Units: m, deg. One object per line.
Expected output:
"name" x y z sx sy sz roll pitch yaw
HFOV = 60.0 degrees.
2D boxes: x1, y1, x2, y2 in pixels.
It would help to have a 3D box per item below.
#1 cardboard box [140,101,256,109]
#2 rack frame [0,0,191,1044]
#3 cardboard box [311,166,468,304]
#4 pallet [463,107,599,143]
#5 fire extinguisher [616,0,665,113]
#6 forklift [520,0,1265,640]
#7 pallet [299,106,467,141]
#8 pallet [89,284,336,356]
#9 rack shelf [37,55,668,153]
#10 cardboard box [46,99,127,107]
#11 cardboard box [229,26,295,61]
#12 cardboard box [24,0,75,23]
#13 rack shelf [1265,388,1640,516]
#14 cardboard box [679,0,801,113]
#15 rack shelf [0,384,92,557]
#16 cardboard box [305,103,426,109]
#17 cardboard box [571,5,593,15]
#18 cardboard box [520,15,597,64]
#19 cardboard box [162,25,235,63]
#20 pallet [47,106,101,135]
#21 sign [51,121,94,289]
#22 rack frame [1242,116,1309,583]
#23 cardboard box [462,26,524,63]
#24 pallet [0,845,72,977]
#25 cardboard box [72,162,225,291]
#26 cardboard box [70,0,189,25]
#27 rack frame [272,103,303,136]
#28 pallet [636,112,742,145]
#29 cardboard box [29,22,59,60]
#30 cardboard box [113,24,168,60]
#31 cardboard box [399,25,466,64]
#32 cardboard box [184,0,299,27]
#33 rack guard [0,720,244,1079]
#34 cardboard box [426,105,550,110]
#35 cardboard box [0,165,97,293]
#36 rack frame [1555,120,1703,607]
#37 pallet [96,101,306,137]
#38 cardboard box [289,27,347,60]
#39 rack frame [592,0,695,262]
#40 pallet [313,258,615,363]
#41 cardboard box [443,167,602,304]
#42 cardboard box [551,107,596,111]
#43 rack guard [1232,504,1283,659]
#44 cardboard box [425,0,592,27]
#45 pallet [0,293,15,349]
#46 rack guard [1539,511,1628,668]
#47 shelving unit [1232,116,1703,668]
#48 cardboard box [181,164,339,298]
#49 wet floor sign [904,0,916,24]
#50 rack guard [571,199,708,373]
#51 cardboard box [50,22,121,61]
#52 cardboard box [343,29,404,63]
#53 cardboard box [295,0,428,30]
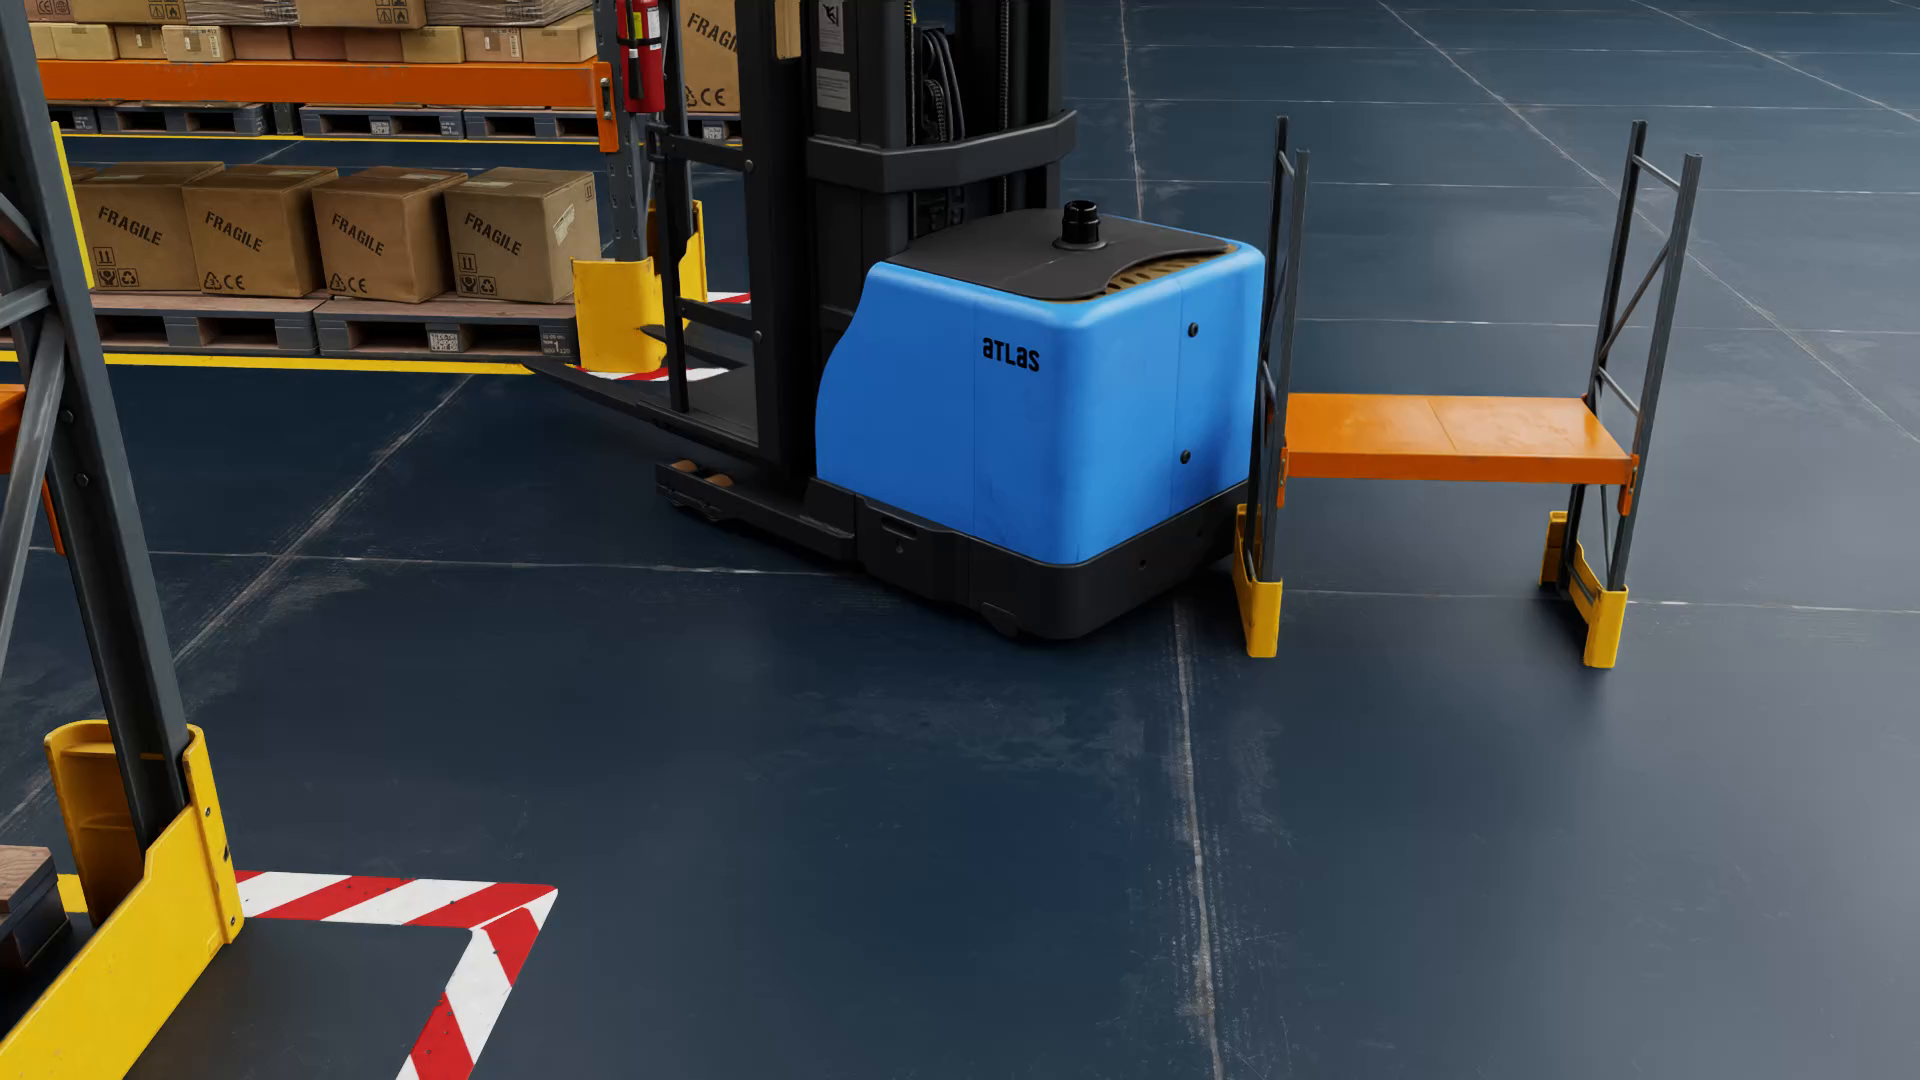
"cardboard box" -5.536 -3.687 12.363 0.750 0.750 1.050 2 25 4
"rack frame" -1.781 -0.279 2.769 0.127 3.000 1.000 2 25 4
"cardboard box" -2.622 -1.431 7.759 0.500 0.500 0.500 8 26 18
"pallet" -2.938 -3.174 12.395 1.213 0.211 1.003 2 25 4
"fire extinguisher" -1.323 -2.113 6.846 0.183 0.674 0.296 2 25 4
"forklift" -0.460 -1.539 5.589 3.031 2.935 1.130 21 32 38
"pallet" -4.158 -3.212 12.478 1.213 0.211 1.003 2 25 4
"pallet" -3.498 -1.160 8.019 1.213 0.211 1.003 2 25 4
"rack shelf" -3.396 -2.081 7.544 4.000 0.370 1.077 2 25 4
"cardboard box" -6.497 -3.719 12.433 0.750 0.750 1.050 2 25 4
"cardboard box" -2.950 -2.186 7.212 0.250 0.149 0.380 2 25 4
"cardboard box" -3.944 -2.607 7.353 0.500 0.500 0.875 2 25 4
"rack shelf" 1.430 -0.273 4.978 1.000 0.185 0.538 1 25 3
"cardboard box" -1.603 -3.627 12.084 0.875 0.875 0.875 2 25 4
"rack shelf" -3.775 -0.017 3.058 4.000 0.370 1.077 2 25 4
"cardboard box" -4.288 -3.712 12.268 0.875 0.875 0.875 2 25 5
"cardboard box" -1.668 -2.338 7.543 0.250 0.149 0.380 2 25 4
"cardboard box" -1.702 -2.153 7.140 0.250 0.149 0.380 2 25 4
"cardboard box" -3.206 -2.157 7.149 0.250 0.149 0.380 2 25 4
"pallet" -6.905 -3.300 12.669 1.213 0.211 1.003 2 25 4
"sign" -1.735 -0.634 3.209 0.005 0.325 0.100 2 25 4
"rack frame" 0.922 -0.449 4.930 0.032 1.500 0.500 1 25 3
"cardboard box" -1.951 -2.161 7.158 0.250 0.149 0.380 2 25 4
"pallet" -2.670 0.976 3.376 1.213 0.211 1.003 2 25 4
"cardboard box" -3.798 -1.495 7.899 0.500 0.500 0.500 0 25 -1
"cardboard box" -3.449 -2.574 7.280 0.500 0.500 0.875 2 25 4
"rack frame" -4.910 -4.536 12.019 0.127 3.000 1.000 2 25 4
"pallet" -1.725 -3.134 12.308 1.213 0.211 1.003 2 25 4
"cardboard box" -3.951 -2.196 7.234 0.250 0.149 0.380 2 25 4
"cardboard box" -3.450 -2.194 7.230 0.250 0.149 0.380 2 25 4
"cardboard box" -2.204 -2.147 7.129 0.250 0.149 0.380 2 25 4
"cardboard box" -2.951 -2.553 7.235 0.500 0.500 0.875 2 25 4
"rack guard" -1.861 0.873 3.254 0.348 0.500 1.175 2 25 4
"cardboard box" -3.389 -3.685 12.209 0.875 0.875 0.875 2 25 4
"cardboard box" -4.423 -1.482 7.871 0.500 0.500 0.500 10 27 21
"rack frame" 1.937 -0.423 4.875 0.032 1.500 0.500 1 25 3
"pallet" -5.685 -3.262 12.587 1.213 0.211 1.003 2 25 4
"cardboard box" -2.699 -2.187 7.215 0.250 0.149 0.380 2 25 4
"rack frame" -1.402 -2.344 7.255 0.127 3.000 1.000 2 25 4
"pallet" -2.285 -1.120 7.932 1.213 0.211 1.003 2 25 4
"cardboard box" -2.023 -1.426 7.748 0.500 0.500 0.500 6 25 14
"cardboard box" -2.480 -3.655 12.144 0.875 0.875 0.875 1 25 3
"rack guard" 0.924 0.119 5.192 0.087 0.250 0.587 1 25 3
"cardboard box" -1.948 -2.553 7.235 0.500 0.500 0.875 2 25 4
"pallet" -4.718 -1.198 8.101 1.213 0.211 1.003 2 25 4
"rack guard" 1.918 0.144 5.138 0.087 0.250 0.587 1 25 3
"shelving unit" 1.421 -0.436 4.903 1.083 1.500 0.587 1 25 3
"cardboard box" -3.245 -1.459 7.820 0.500 0.500 0.500 4 25 9
"wet floor sign" -0.536 -4.952 15.741 0.232 0.644 0.267 11 27 22
"rack guard" -1.478 -1.211 7.783 0.348 0.500 1.175 2 25 4
"cardboard box" -3.702 -2.183 7.206 0.250 0.149 0.380 2 25 4
"cardboard box" -2.452 -2.162 7.160 0.250 0.149 0.380 2 25 4
"cardboard box" -2.456 -2.519 7.161 0.500 0.500 0.875 2 25 4
